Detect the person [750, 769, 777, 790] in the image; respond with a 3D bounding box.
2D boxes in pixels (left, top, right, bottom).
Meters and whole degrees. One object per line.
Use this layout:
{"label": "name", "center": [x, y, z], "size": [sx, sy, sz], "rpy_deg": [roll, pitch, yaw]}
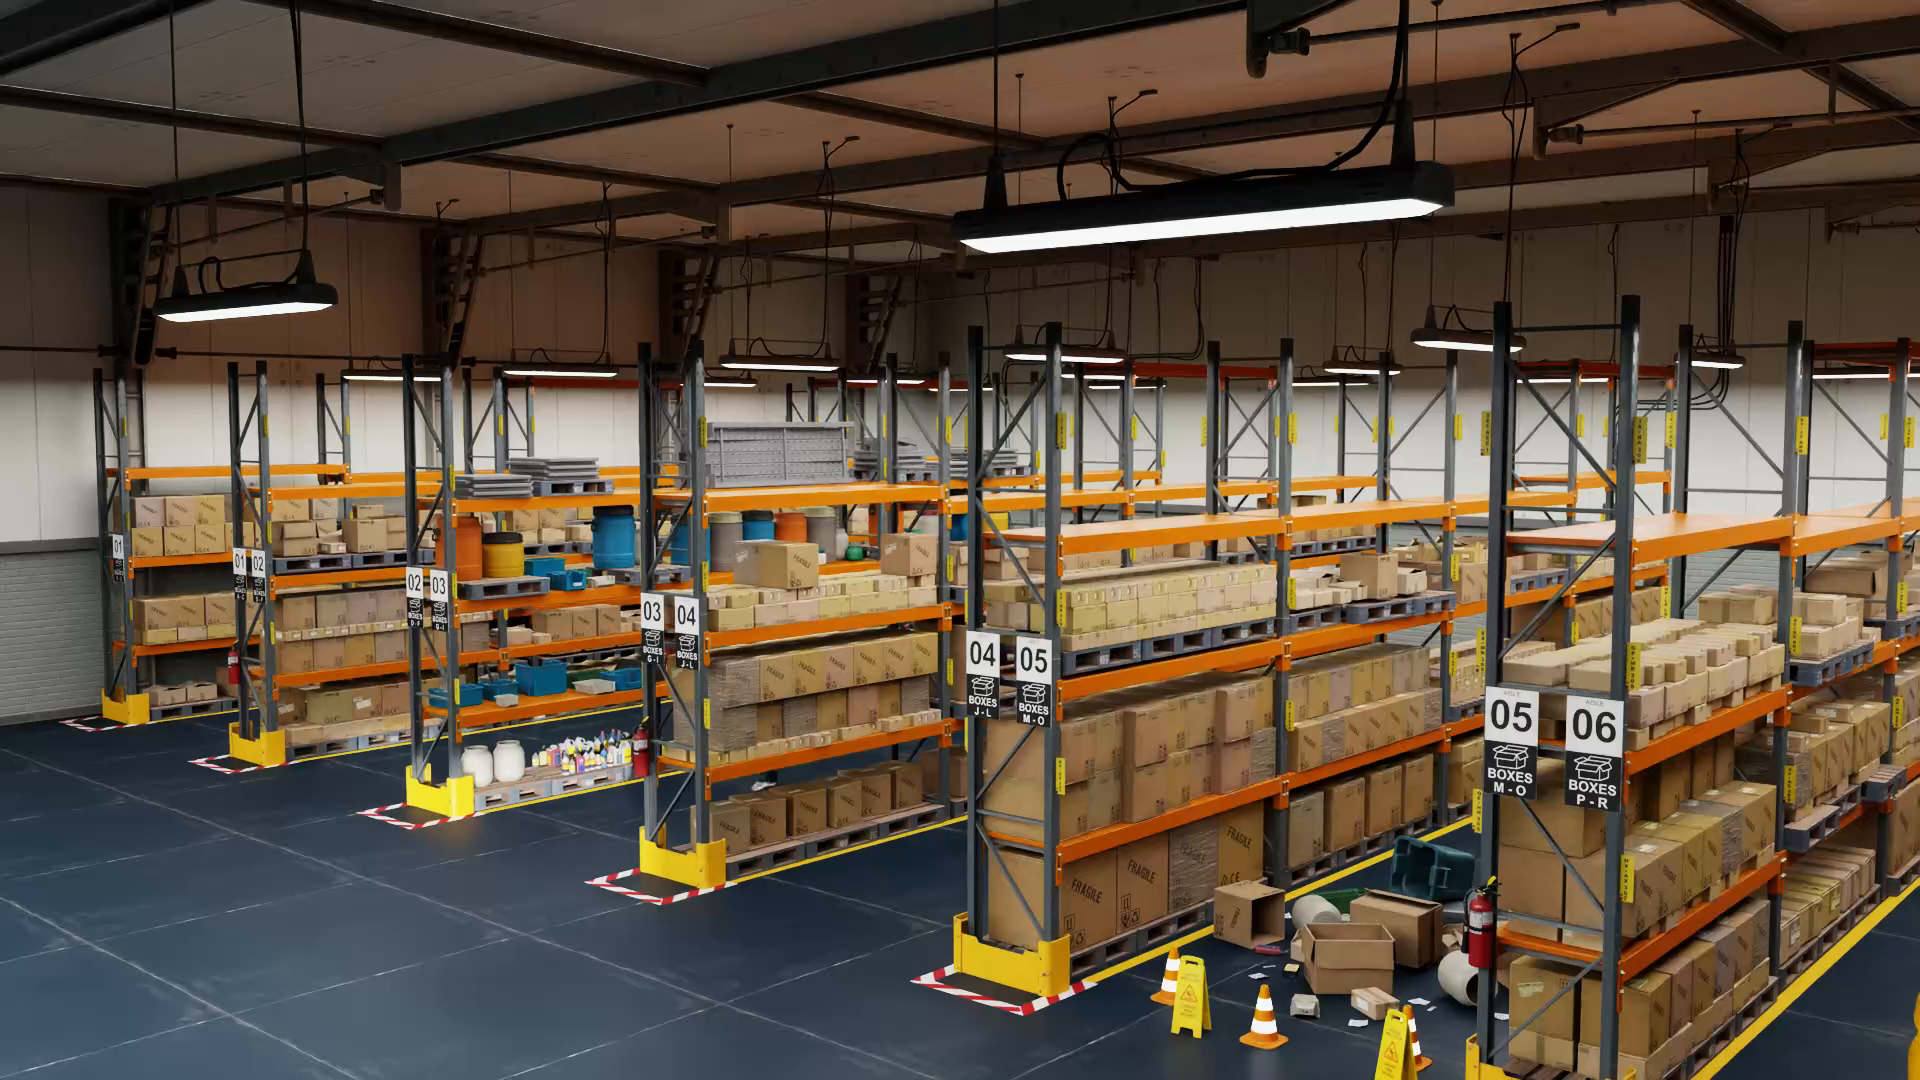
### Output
{"label": "person", "center": [-2.684, 2.664, 23.226], "size": [0.333, 1.627, 0.503], "rpy_deg": [2, 5, 24]}
